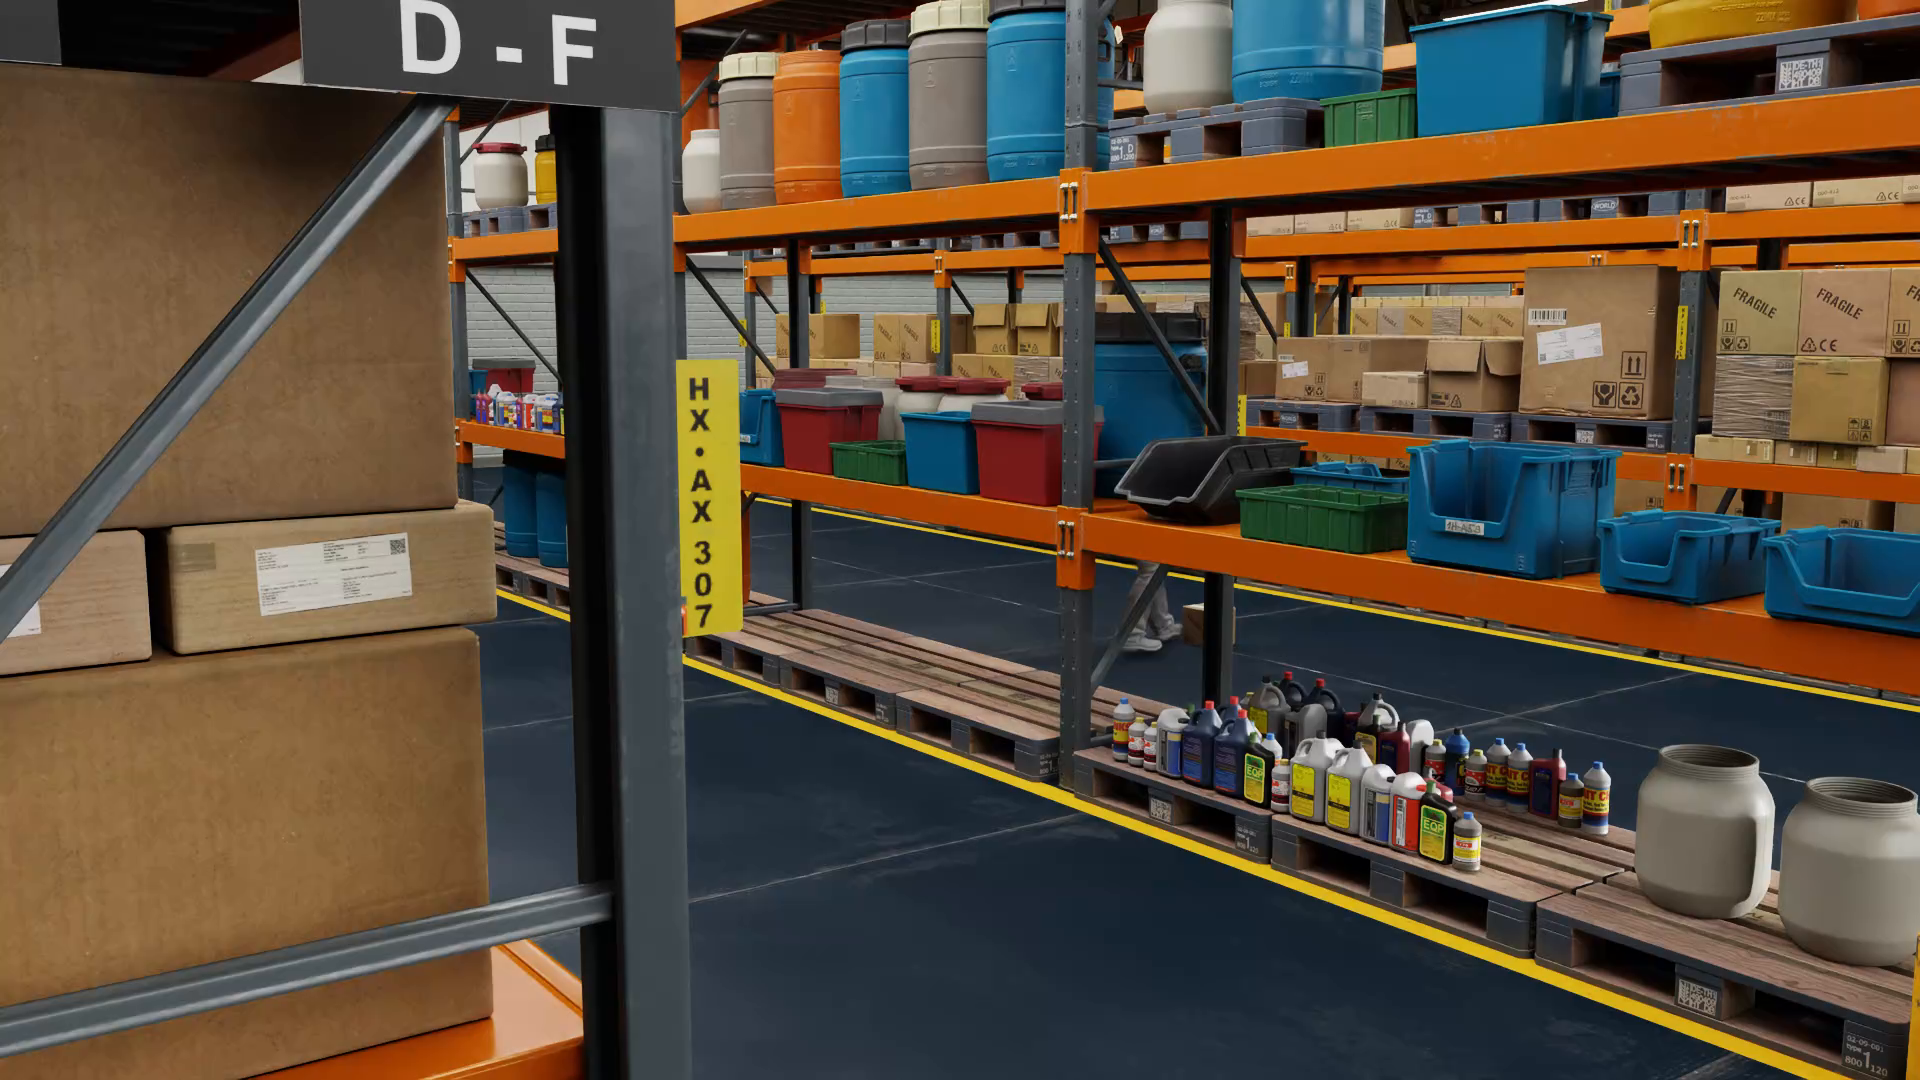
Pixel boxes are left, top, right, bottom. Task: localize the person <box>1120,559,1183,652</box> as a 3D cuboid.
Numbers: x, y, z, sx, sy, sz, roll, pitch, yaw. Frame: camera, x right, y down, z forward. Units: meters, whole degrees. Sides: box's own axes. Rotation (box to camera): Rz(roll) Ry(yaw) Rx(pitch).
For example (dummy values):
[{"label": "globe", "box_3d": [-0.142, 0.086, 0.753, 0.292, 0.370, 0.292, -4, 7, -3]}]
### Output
[{"label": "person", "box_3d": [1.313, -0.168, 10.856, 0.736, 1.747, 0.572, -4, 9, -28]}]
